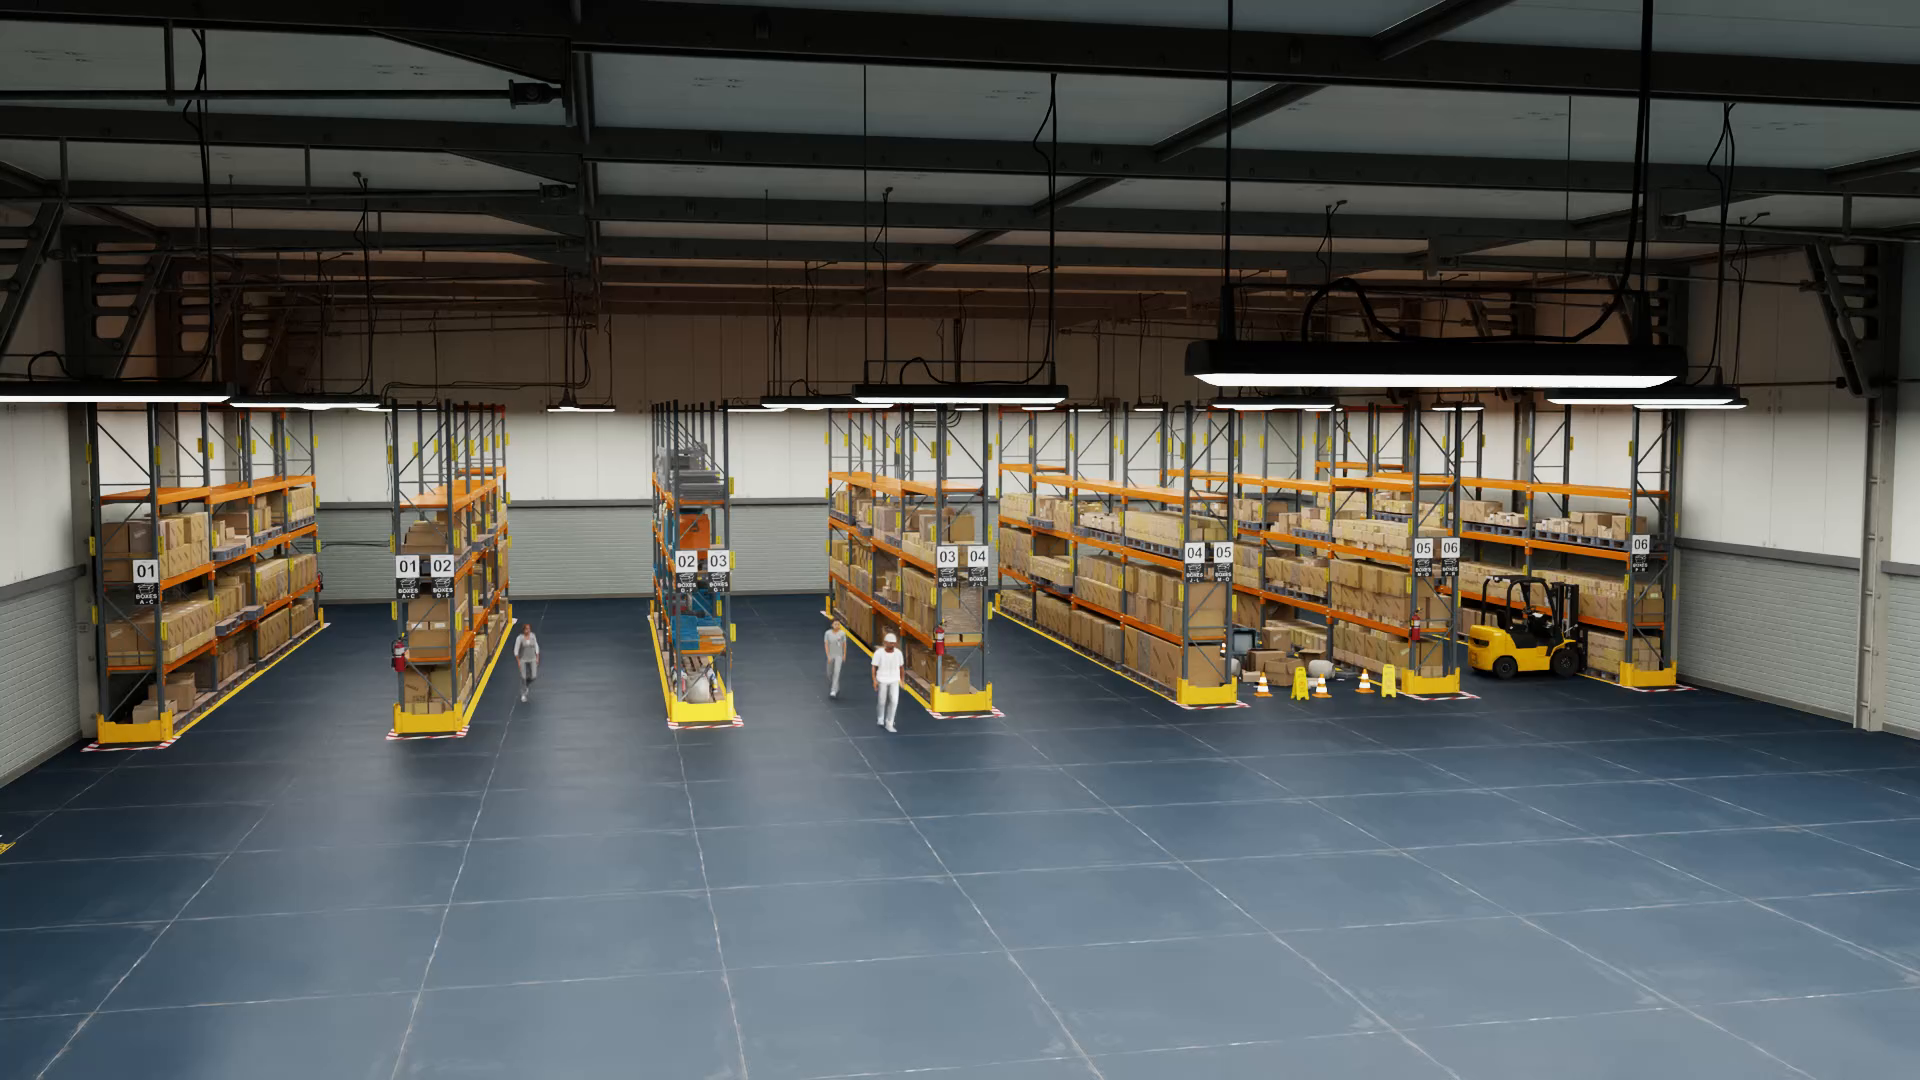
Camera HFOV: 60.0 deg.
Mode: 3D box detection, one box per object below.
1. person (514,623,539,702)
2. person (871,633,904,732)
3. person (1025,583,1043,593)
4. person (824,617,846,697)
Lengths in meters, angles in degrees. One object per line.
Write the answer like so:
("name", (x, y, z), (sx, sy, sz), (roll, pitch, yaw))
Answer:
("person", (-8.689, 2.435, 33.325), (0.501, 1.583, 0.505), (-2, 5, -23))
("person", (-1.300, 2.590, 30.289), (0.656, 1.786, 0.668), (-2, 5, -20))
("person", (2.179, 1.158, 50.220), (0.819, 1.534, 0.414), (-1, 4, -16))
("person", (-2.552, 2.364, 33.852), (0.435, 1.586, 1.123), (0, 4, 3))
